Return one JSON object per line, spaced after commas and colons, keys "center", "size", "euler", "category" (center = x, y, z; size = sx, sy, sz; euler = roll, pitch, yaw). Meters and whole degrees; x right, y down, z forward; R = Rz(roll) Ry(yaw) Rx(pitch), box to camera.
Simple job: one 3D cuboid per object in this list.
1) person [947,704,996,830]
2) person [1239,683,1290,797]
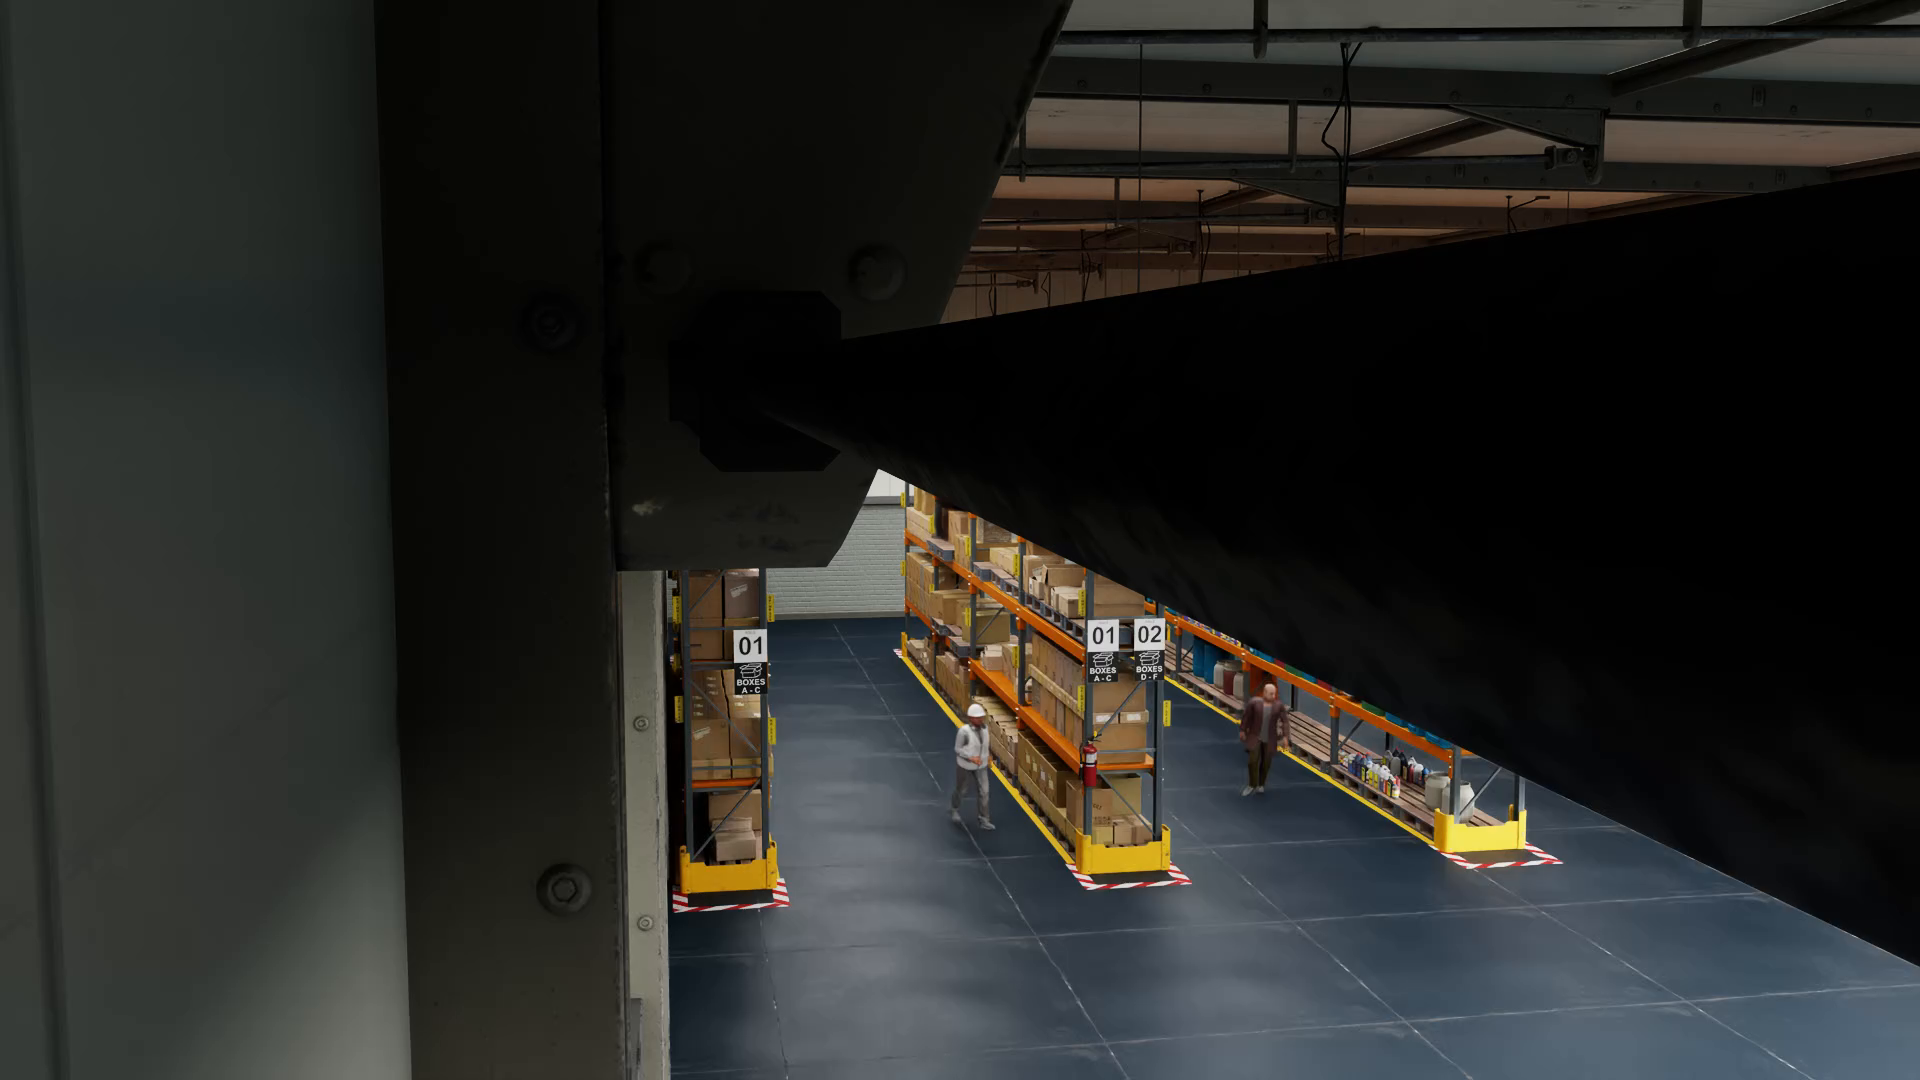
{"center": [0.145, 3.067, 22.757], "size": [0.624, 1.726, 0.998], "euler": [-3, 7, -28], "category": "person"}
{"center": [4.487, 2.932, 24.534], "size": [0.701, 1.719, 0.775], "euler": [0, 6, 0], "category": "person"}
